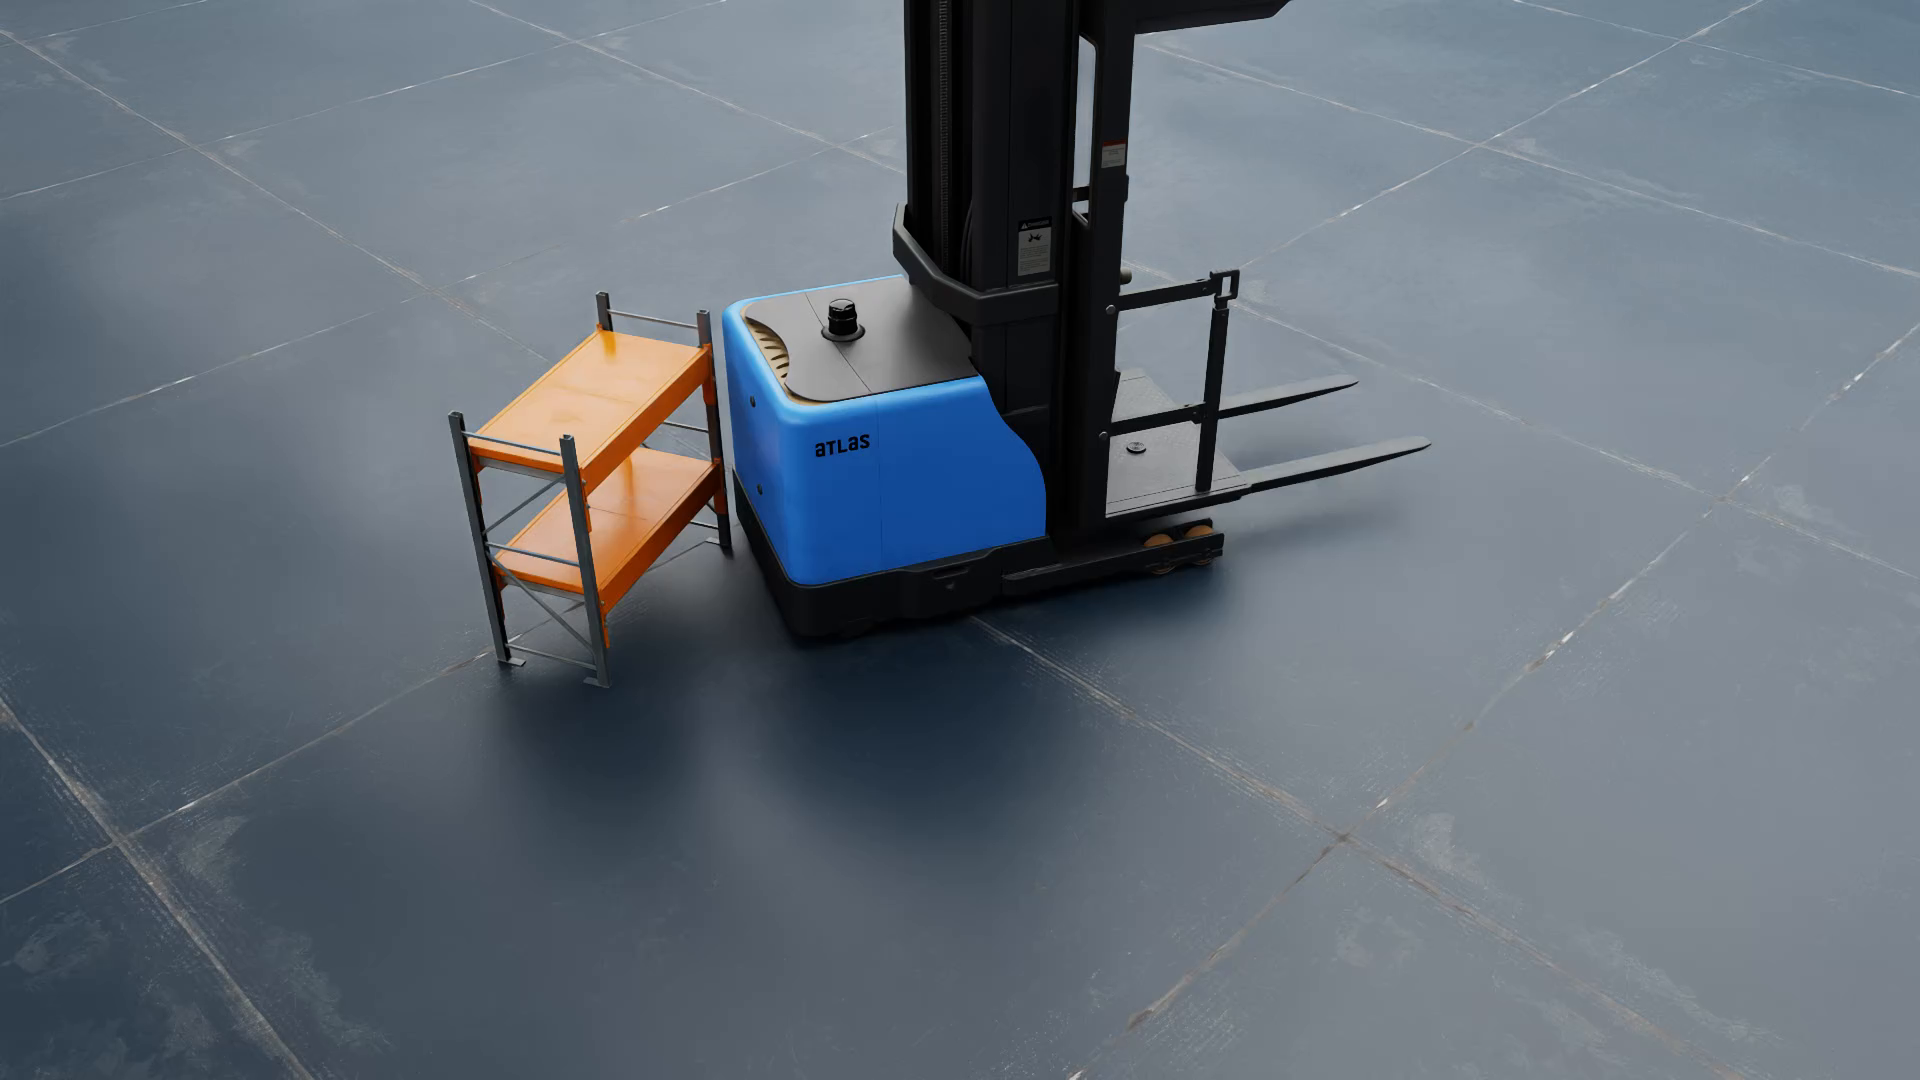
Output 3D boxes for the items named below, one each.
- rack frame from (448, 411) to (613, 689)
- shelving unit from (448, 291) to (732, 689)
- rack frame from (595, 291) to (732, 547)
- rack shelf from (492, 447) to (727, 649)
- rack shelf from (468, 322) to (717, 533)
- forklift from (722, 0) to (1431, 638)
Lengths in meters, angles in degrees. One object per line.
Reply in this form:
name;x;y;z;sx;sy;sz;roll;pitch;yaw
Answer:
rack frame;-1.587;0.056;6.187;0.500;1.125;0.032;12;37;17
shelving unit;-1.409;-0.217;6.577;0.538;1.125;1.048;12;37;17
rack frame;-1.232;-0.489;6.968;0.500;1.125;0.032;12;37;17
rack shelf;-1.409;-0.016;6.717;0.538;0.278;1.000;12;37;17
rack shelf;-1.409;-0.457;6.410;0.538;0.278;1.000;12;37;17
forklift;0.590;-1.329;6.593;3.031;2.935;1.130;-12;37;-17
